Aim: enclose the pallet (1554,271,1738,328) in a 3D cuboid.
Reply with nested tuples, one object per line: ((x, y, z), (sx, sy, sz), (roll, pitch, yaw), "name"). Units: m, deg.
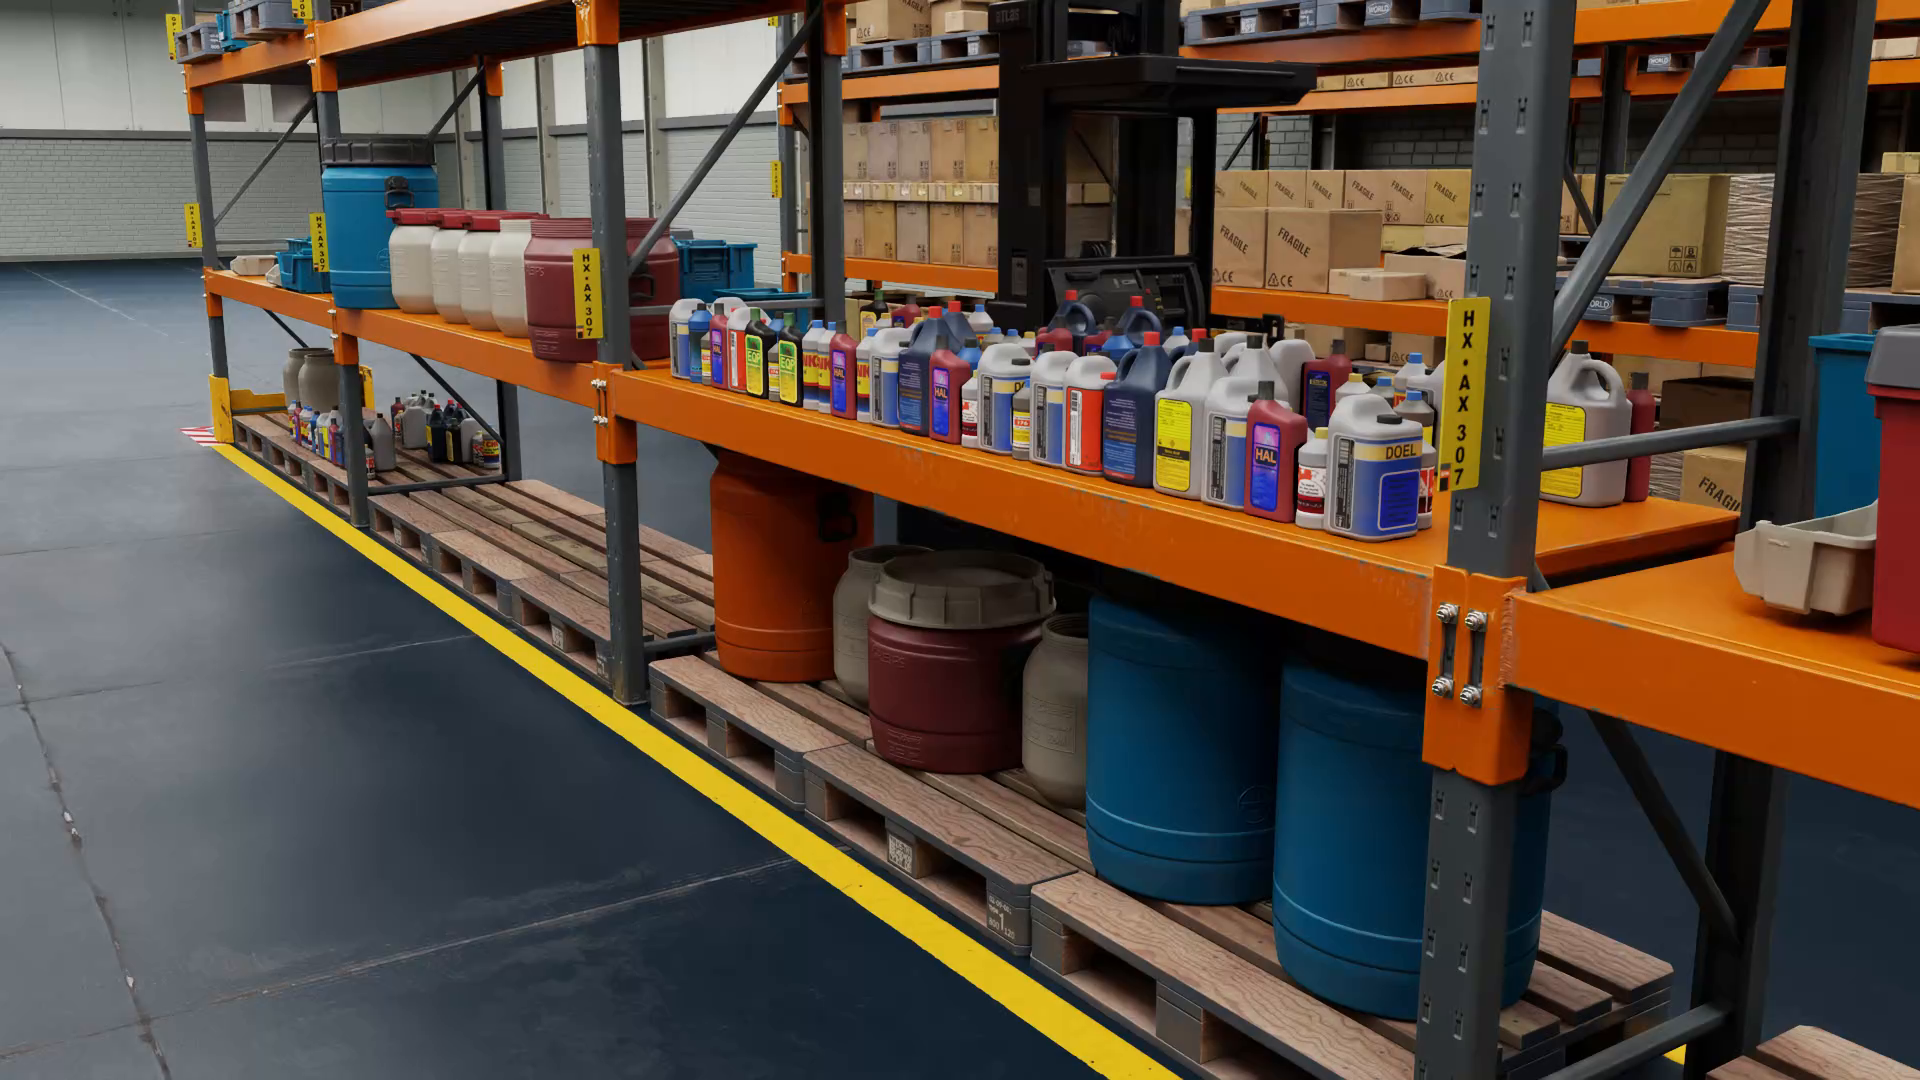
((3.655, -1.266, 8.579), (1.213, 0.211, 1.003), (-8, 15, -33), "pallet")

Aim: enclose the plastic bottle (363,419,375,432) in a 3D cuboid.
((-3.714, -0.619, 10.516), (0.152, 0.276, 0.135), (-8, 15, -33), "plastic bottle")

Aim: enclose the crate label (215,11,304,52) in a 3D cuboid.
((-4.575, -3.330, 10.895), (0.502, 0.251, 0.408), (-8, 15, -33), "crate label")

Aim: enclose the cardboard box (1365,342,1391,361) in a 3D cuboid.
((4.257, -1.880, 16.579), (0.380, 0.149, 0.250), (-10, 16, -37), "cardboard box")

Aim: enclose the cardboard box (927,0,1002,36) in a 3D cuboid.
((0.198, -4.281, 13.341), (0.797, 0.503, 0.637), (-6, 14, -27), "cardboard box")

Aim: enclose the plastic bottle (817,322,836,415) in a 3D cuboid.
((-0.380, -0.520, 5.020), (0.097, 0.271, 0.097), (0, 12, 0), "plastic bottle")

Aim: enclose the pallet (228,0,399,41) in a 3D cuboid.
((-3.602, -3.088, 9.881), (1.213, 0.211, 1.003), (-8, 15, -33), "pallet")

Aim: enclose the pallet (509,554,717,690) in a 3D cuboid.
((-1.301, 0.333, 7.343), (1.003, 0.211, 1.213), (-8, 15, -33), "pallet")

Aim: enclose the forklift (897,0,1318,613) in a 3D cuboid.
((0.928, -1.155, 7.783), (1.130, 2.935, 3.031), (-9, 15, -35), "forklift")

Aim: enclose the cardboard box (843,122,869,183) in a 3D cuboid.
((-0.638, -3.391, 14.575), (0.700, 0.500, 0.500), (-9, 15, -34), "cardboard box")

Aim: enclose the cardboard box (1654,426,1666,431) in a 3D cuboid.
((3.935, -0.327, 8.659), (0.500, 0.500, 0.500), (-7, 14, -31), "cardboard box")

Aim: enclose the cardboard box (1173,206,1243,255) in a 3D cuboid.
((1.709, -2.000, 11.253), (0.500, 0.500, 0.500), (-7, 14, -29), "cardboard box")

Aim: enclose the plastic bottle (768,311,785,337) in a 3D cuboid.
((-0.585, -0.609, 5.428), (0.097, 0.271, 0.097), (0, 12, 0), "plastic bottle")

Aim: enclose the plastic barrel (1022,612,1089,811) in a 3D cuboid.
((0.394, 0.499, 4.897), (0.421, 0.512, 0.421), (0, 12, 0), "plastic barrel")

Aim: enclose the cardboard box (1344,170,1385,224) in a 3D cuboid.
((4.056, -3.300, 15.978), (0.500, 0.500, 0.500), (-9, 15, -34), "cardboard box")

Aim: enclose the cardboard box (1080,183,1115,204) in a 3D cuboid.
((1.017, -2.620, 12.569), (0.380, 0.149, 0.250), (-8, 15, -33), "cardboard box")

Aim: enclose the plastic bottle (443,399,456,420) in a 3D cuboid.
((-3.327, -0.745, 10.918), (0.144, 0.351, 0.185), (-9, 15, -35), "plastic bottle")

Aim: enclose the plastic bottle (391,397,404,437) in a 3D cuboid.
((-3.926, -0.862, 11.609), (0.061, 0.283, 0.133), (-8, 15, -33), "plastic bottle")

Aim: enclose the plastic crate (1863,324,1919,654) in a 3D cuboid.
((1.598, -0.047, 2.266), (0.402, 0.464, 0.583), (-8, 15, -33), "plastic crate")

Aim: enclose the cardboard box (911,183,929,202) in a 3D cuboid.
((-0.176, -2.845, 13.598), (0.380, 0.149, 0.250), (-8, 14, -31), "cardboard box")

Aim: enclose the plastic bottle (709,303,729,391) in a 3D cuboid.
((-0.790, -0.650, 5.588), (0.061, 0.283, 0.133), (-8, 15, -33), "plastic bottle")

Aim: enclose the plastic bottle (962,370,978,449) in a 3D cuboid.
((0.052, -0.347, 4.393), (0.097, 0.201, 0.097), (0, 12, 0), "plastic bottle")

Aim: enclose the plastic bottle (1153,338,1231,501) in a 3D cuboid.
((0.530, -0.276, 3.717), (0.144, 0.351, 0.185), (-8, 15, -33), "plastic bottle")

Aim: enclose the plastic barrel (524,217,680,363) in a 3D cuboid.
((-1.414, -1.000, 6.593), (0.600, 0.536, 0.708), (-8, 15, -33), "plastic barrel")

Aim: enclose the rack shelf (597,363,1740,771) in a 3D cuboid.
((0.204, -0.179, 4.844), (1.077, 0.370, 4.000), (-8, 15, -33), "rack shelf")

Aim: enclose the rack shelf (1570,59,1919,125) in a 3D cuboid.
((6.235, -3.529, 13.139), (1.077, 0.370, 4.000), (-8, 15, -33), "rack shelf")

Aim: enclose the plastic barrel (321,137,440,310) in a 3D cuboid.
((-3.159, -1.738, 9.115), (0.600, 0.901, 0.708), (-8, 15, -33), "plastic barrel")

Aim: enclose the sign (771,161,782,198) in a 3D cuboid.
((-1.677, -3.292, 15.182), (0.100, 0.325, 0.005), (-8, 15, -33), "sign")

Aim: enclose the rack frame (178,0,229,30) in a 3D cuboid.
((-5.337, -5.240, 12.259), (1.000, 3.000, 0.127), (-8, 15, -33), "rack frame")

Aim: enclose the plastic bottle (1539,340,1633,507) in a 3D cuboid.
((1.364, -0.259, 3.641), (0.144, 0.351, 0.185), (-8, 15, -33), "plastic bottle")

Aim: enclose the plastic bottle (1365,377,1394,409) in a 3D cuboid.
((1.074, -0.312, 4.231), (0.097, 0.201, 0.097), (0, 12, 0), "plastic bottle")

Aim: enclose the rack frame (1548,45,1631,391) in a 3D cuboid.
((3.221, -1.472, 9.072), (1.000, 3.000, 0.127), (-8, 15, -33), "rack frame")

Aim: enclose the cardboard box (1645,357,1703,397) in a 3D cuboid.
((6.126, -1.454, 13.810), (0.700, 0.500, 0.500), (-8, 15, -32), "cardboard box")

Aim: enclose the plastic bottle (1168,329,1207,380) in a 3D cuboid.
((0.548, -0.326, 3.945), (0.144, 0.351, 0.185), (-8, 15, -33), "plastic bottle")

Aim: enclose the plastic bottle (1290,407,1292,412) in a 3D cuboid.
((0.715, -0.193, 3.688), (0.097, 0.201, 0.097), (0, 12, 0), "plastic bottle")

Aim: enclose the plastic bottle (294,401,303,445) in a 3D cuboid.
((-4.482, -0.795, 11.306), (0.061, 0.283, 0.133), (-8, 15, -32), "plastic bottle")

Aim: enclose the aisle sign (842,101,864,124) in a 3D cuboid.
((-1.003, -4.211, 15.513), (0.394, 0.787, 0.004), (-8, 15, -33), "aisle sign")

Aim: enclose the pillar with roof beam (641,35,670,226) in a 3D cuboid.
((-9.538, -9.082, 29.829), (9.100, 9.000, 0.400), (-8, 15, -33), "pillar with roof beam")

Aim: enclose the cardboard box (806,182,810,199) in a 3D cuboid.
((-1.173, -3.165, 15.063), (0.380, 0.149, 0.250), (-8, 15, -33), "cardboard box")

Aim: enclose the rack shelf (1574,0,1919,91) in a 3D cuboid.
((4.329, -2.230, 7.202), (1.077, 0.370, 4.000), (-8, 15, -33), "rack shelf")

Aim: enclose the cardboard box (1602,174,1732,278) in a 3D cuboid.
((3.664, -1.627, 8.565), (0.500, 0.500, 0.700), (9, 15, 36), "cardboard box")

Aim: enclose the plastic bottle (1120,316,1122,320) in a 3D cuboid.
((0.484, -0.548, 5.120), (0.061, 0.283, 0.133), (-8, 15, -33), "plastic bottle")

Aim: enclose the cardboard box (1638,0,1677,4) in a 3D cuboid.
((3.774, -2.822, 7.990), (0.910, 0.500, 0.500), (-8, 15, -33), "cardboard box")

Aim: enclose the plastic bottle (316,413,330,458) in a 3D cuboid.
((-4.089, -0.684, 10.812), (0.152, 0.276, 0.135), (-8, 15, -32), "plastic bottle")

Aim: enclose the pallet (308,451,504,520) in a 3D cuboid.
((-3.458, -0.360, 10.514), (1.003, 0.211, 1.213), (-8, 15, -33), "pallet")

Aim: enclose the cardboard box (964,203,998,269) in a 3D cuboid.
((0.456, -2.404, 13.097), (0.700, 0.500, 0.500), (-8, 15, -33), "cardboard box")

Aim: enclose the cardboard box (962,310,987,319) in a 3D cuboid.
((0.299, -1.559, 13.166), (0.500, 0.500, 0.500), (-8, 15, -33), "cardboard box")

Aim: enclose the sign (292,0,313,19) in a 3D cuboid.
((-3.585, -3.004, 9.037), (0.100, 0.325, 0.005), (-8, 15, -33), "sign")

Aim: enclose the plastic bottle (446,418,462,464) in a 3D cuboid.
((-3.222, -0.636, 10.577), (0.061, 0.283, 0.133), (-8, 15, -33), "plastic bottle")
